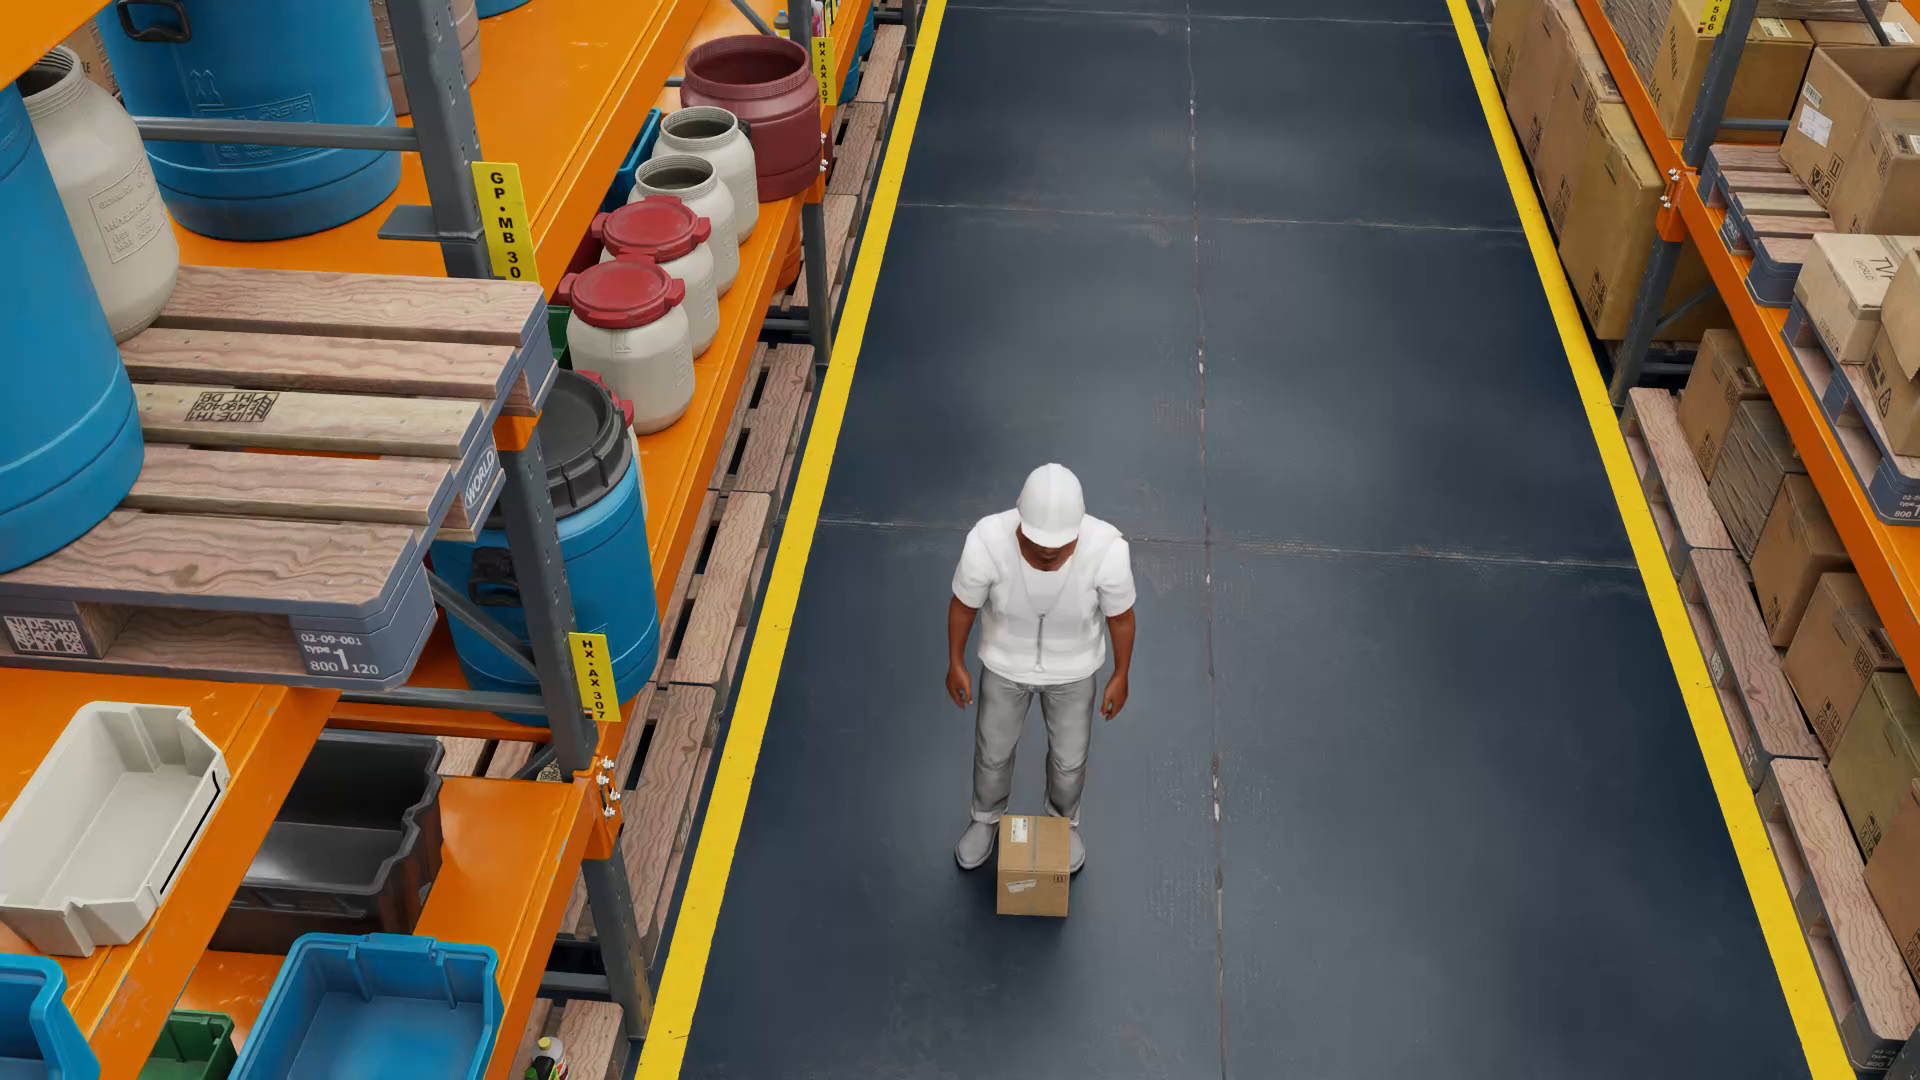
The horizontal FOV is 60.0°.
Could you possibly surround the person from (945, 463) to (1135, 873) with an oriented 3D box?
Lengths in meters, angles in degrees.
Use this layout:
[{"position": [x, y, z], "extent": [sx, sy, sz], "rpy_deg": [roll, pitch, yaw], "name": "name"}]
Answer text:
[{"position": [0.265, 0.435, 5.620], "extent": [0.628, 1.761, 0.457], "rpy_deg": [3, 40, 4], "name": "person"}]
